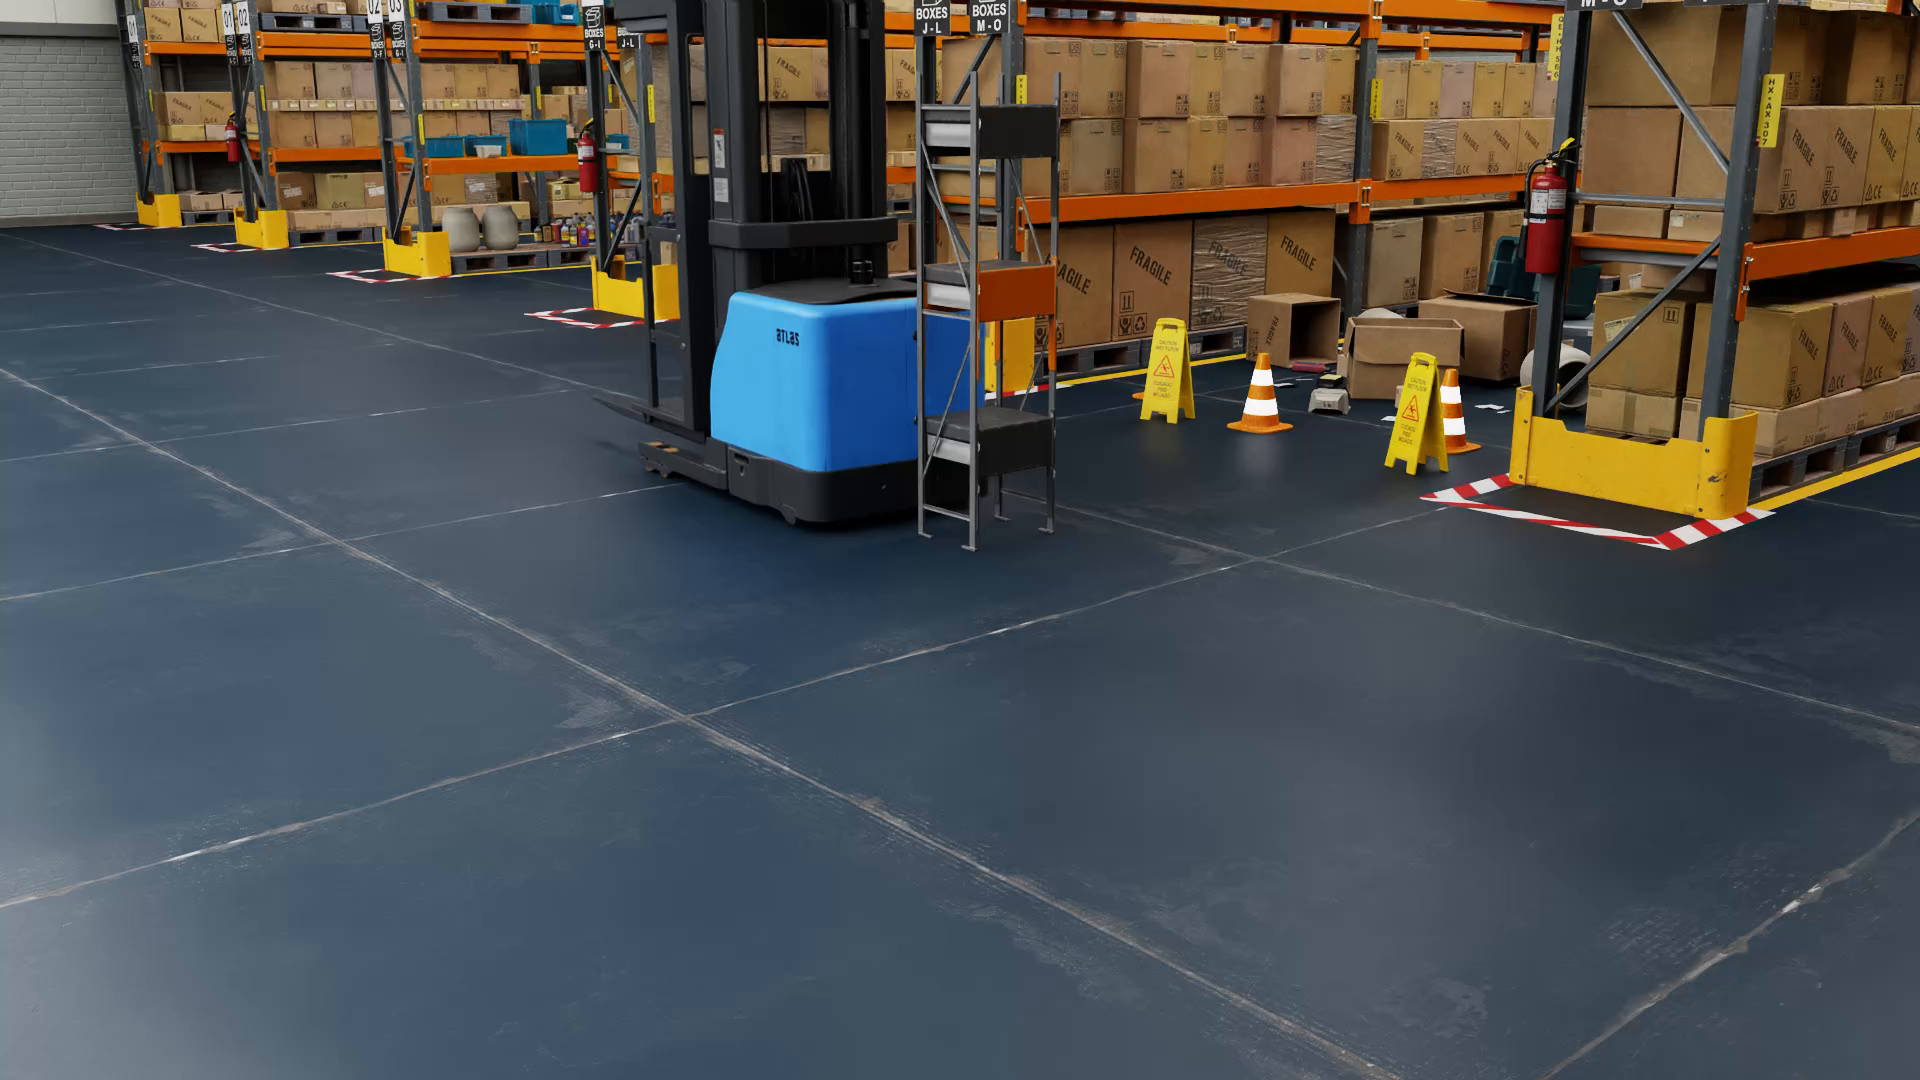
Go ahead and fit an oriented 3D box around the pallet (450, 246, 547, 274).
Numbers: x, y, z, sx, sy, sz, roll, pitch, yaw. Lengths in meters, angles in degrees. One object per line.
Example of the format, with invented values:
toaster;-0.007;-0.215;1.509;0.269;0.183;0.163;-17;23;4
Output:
pallet;-5.734;-3.374;19.972;1.213;0.211;1.003;-13;19;-39

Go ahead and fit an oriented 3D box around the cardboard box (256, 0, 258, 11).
cardboard box;-11.551;-8.863;27.135;0.500;0.500;0.500;-13;20;-39

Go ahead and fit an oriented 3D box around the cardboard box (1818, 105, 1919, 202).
cardboard box;5.070;-2.150;9.216;0.500;0.500;0.500;-13;20;-40

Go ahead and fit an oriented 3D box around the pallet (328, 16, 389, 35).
pallet;-8.154;-7.256;23.462;1.213;0.211;1.003;-13;19;-39

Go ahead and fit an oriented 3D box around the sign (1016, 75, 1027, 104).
sign;0.414;-2.963;11.199;0.005;0.325;0.100;-13;19;-39

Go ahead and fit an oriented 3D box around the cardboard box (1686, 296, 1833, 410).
cardboard box;4.187;-0.993;8.715;0.500;0.500;0.500;-14;20;-41

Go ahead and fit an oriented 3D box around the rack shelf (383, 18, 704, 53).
rack shelf;-4.868;-6.003;19.992;4.000;0.370;1.077;-13;19;-39

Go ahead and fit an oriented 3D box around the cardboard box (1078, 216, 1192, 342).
cardboard box;1.185;-2.069;12.987;0.875;0.875;0.875;-13;20;-40

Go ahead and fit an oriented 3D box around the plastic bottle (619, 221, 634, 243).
plastic bottle;-4.170;-3.858;20.804;0.135;0.276;0.152;-12;19;-38

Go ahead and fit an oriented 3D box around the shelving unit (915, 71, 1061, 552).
shelving unit;0.125;-1.042;7.584;0.503;2.100;0.431;-13;19;-39

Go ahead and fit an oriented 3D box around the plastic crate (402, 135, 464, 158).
plastic crate;-6.196;-4.634;19.573;0.616;0.251;0.499;-13;19;-39

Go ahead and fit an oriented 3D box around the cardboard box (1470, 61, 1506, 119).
cardboard box;4.592;-4.168;15.410;0.500;0.500;0.700;-13;20;-40

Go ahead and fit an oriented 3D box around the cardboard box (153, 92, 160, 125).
cardboard box;-12.664;-6.912;26.613;0.500;0.500;0.500;-13;20;-40

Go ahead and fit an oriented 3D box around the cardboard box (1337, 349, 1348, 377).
cardboard box;2.984;-1.322;12.186;0.258;0.266;0.396;-9;17;-30

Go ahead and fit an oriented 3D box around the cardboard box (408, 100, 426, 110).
cardboard box;-7.830;-6.219;23.767;0.250;0.149;0.380;-12;19;-38

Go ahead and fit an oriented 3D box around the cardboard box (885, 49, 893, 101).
cardboard box;-1.021;-4.652;16.644;0.500;0.500;0.500;-13;19;-39

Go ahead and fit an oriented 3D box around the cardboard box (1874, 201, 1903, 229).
cardboard box;4.979;-1.819;9.235;0.250;0.149;0.380;-13;20;-41

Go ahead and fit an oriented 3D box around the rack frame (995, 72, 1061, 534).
rack frame;0.309;-1.084;7.739;0.015;2.100;0.400;-13;19;-39

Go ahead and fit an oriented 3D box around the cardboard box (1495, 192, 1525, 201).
cardboard box;7.828;-5.207;24.734;0.875;0.875;0.875;-13;19;-39

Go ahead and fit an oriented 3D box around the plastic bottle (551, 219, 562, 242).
plastic bottle;-5.071;-3.893;20.937;0.135;0.276;0.152;-12;19;-39

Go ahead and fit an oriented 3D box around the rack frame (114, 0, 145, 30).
rack frame;-12.880;-9.390;25.465;0.127;3.000;1.000;-13;19;-39

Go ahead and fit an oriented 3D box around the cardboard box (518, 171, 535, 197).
cardboard box;-8.175;-6.565;30.506;0.500;0.500;0.700;-13;20;-40

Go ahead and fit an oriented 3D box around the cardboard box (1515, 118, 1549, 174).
cardboard box;5.171;-3.722;15.676;0.500;0.500;0.500;-13;20;-40

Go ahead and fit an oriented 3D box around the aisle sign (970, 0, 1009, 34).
aisle sign;0.198;-3.801;11.130;0.004;0.787;0.394;-13;19;-39

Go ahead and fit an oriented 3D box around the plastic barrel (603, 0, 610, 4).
plastic barrel;-4.180;-6.987;20.496;0.708;0.901;0.600;-13;19;-39

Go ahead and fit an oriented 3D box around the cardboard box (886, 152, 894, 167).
cardboard box;-0.891;-3.909;17.058;0.250;0.149;0.380;-13;19;-39

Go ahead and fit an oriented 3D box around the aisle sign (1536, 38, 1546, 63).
aisle sign;8.802;-7.635;25.484;0.004;0.787;0.394;-13;19;-39

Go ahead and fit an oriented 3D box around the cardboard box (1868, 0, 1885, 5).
cardboard box;10.782;-6.560;20.007;0.500;0.250;0.500;-14;20;-42

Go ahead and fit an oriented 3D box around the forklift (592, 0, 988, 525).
forklift;-1.116;-1.815;8.864;1.130;2.935;3.031;-10;18;-34

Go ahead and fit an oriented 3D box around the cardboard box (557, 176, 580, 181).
cardboard box;-6.102;-5.564;26.196;0.500;0.311;0.500;-12;19;-38

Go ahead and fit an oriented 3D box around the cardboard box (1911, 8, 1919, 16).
cardboard box;11.575;-6.486;20.699;0.500;0.250;0.500;-13;19;-39

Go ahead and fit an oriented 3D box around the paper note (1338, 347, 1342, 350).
paper note;3.159;-1.569;13.563;0.147;0.020;0.142;2;15;9

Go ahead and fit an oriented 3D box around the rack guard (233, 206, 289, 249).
rack guard;-9.644;-4.316;22.938;0.348;0.500;1.175;-13;19;-39

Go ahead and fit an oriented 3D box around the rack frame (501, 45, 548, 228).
rack frame;-6.608;-6.205;25.167;0.127;3.000;1.000;-13;19;-39

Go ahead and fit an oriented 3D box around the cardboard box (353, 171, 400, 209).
cardboard box;-8.330;-4.984;23.657;0.500;0.500;0.500;-13;19;-39

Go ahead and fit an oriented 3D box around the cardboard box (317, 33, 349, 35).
cardboard box;-10.471;-8.459;27.561;0.500;0.500;0.500;14;20;42

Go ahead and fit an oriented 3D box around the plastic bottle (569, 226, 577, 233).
plastic bottle;-4.870;-3.859;20.956;0.097;0.201;0.097;0;15;0

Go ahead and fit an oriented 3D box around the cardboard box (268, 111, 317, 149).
cardboard box;-9.265;-5.652;22.905;0.500;0.500;0.700;-13;19;-39

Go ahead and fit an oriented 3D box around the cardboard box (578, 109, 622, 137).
cardboard box;-5.621;-6.469;25.964;0.500;0.500;0.500;-11;18;-35

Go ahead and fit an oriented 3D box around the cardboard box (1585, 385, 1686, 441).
cardboard box;3.831;-0.737;9.210;0.500;0.250;0.500;-13;20;-40

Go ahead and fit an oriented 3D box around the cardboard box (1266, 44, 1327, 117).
cardboard box;2.432;-3.716;13.465;0.550;0.550;0.875;-13;19;-39

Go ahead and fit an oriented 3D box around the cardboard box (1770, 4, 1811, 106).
cardboard box;4.009;-2.557;8.804;0.500;0.500;0.700;-12;19;-39

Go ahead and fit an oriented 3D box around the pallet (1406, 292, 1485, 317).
pallet;4.525;-2.299;15.948;1.213;0.211;1.003;-13;19;-39

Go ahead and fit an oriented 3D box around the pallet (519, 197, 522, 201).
pallet;-8.355;-6.161;30.408;1.213;0.211;1.003;-13;19;-39

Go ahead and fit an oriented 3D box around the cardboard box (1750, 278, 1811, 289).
cardboard box;4.590;-1.265;9.736;0.500;0.500;0.500;-13;20;-41

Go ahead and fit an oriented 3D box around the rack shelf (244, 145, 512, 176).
rack shelf;-8.117;-5.519;23.992;4.000;0.370;1.077;-13;19;-39

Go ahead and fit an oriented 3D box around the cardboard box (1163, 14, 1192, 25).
cardboard box;2.346;-6.115;19.309;0.500;0.250;0.500;-13;20;-40

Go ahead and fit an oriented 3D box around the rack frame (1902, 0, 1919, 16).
rack frame;6.397;-2.347;10.722;0.127;3.000;1.000;-13;19;-39

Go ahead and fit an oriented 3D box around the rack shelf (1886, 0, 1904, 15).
rack shelf;4.889;-3.109;9.160;4.000;0.370;1.077;-13;19;-39

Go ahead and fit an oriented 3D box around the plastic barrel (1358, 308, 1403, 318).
plastic barrel;3.223;-1.558;12.761;0.421;0.421;0.512;0;15;-1

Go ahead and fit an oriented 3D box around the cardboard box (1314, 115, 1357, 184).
cardboard box;2.801;-3.301;14.004;0.550;0.550;0.875;-13;19;-39

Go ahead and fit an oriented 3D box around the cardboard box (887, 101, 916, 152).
cardboard box;-0.888;-4.326;17.362;0.500;0.500;0.875;-13;19;-39

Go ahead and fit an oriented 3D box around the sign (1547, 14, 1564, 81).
sign;3.031;-2.492;8.413;0.005;0.325;0.100;-13;19;-39

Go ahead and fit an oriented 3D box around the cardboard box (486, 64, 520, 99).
cardboard box;-6.939;-6.804;24.701;0.500;0.500;0.700;-13;19;-39

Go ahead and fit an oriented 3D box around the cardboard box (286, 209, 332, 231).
cardboard box;-9.075;-4.449;23.109;0.500;0.250;0.500;-13;19;-39

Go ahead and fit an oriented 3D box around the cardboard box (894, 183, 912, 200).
cardboard box;-1.136;-6.344;29.678;0.500;0.500;0.500;-13;19;-39
